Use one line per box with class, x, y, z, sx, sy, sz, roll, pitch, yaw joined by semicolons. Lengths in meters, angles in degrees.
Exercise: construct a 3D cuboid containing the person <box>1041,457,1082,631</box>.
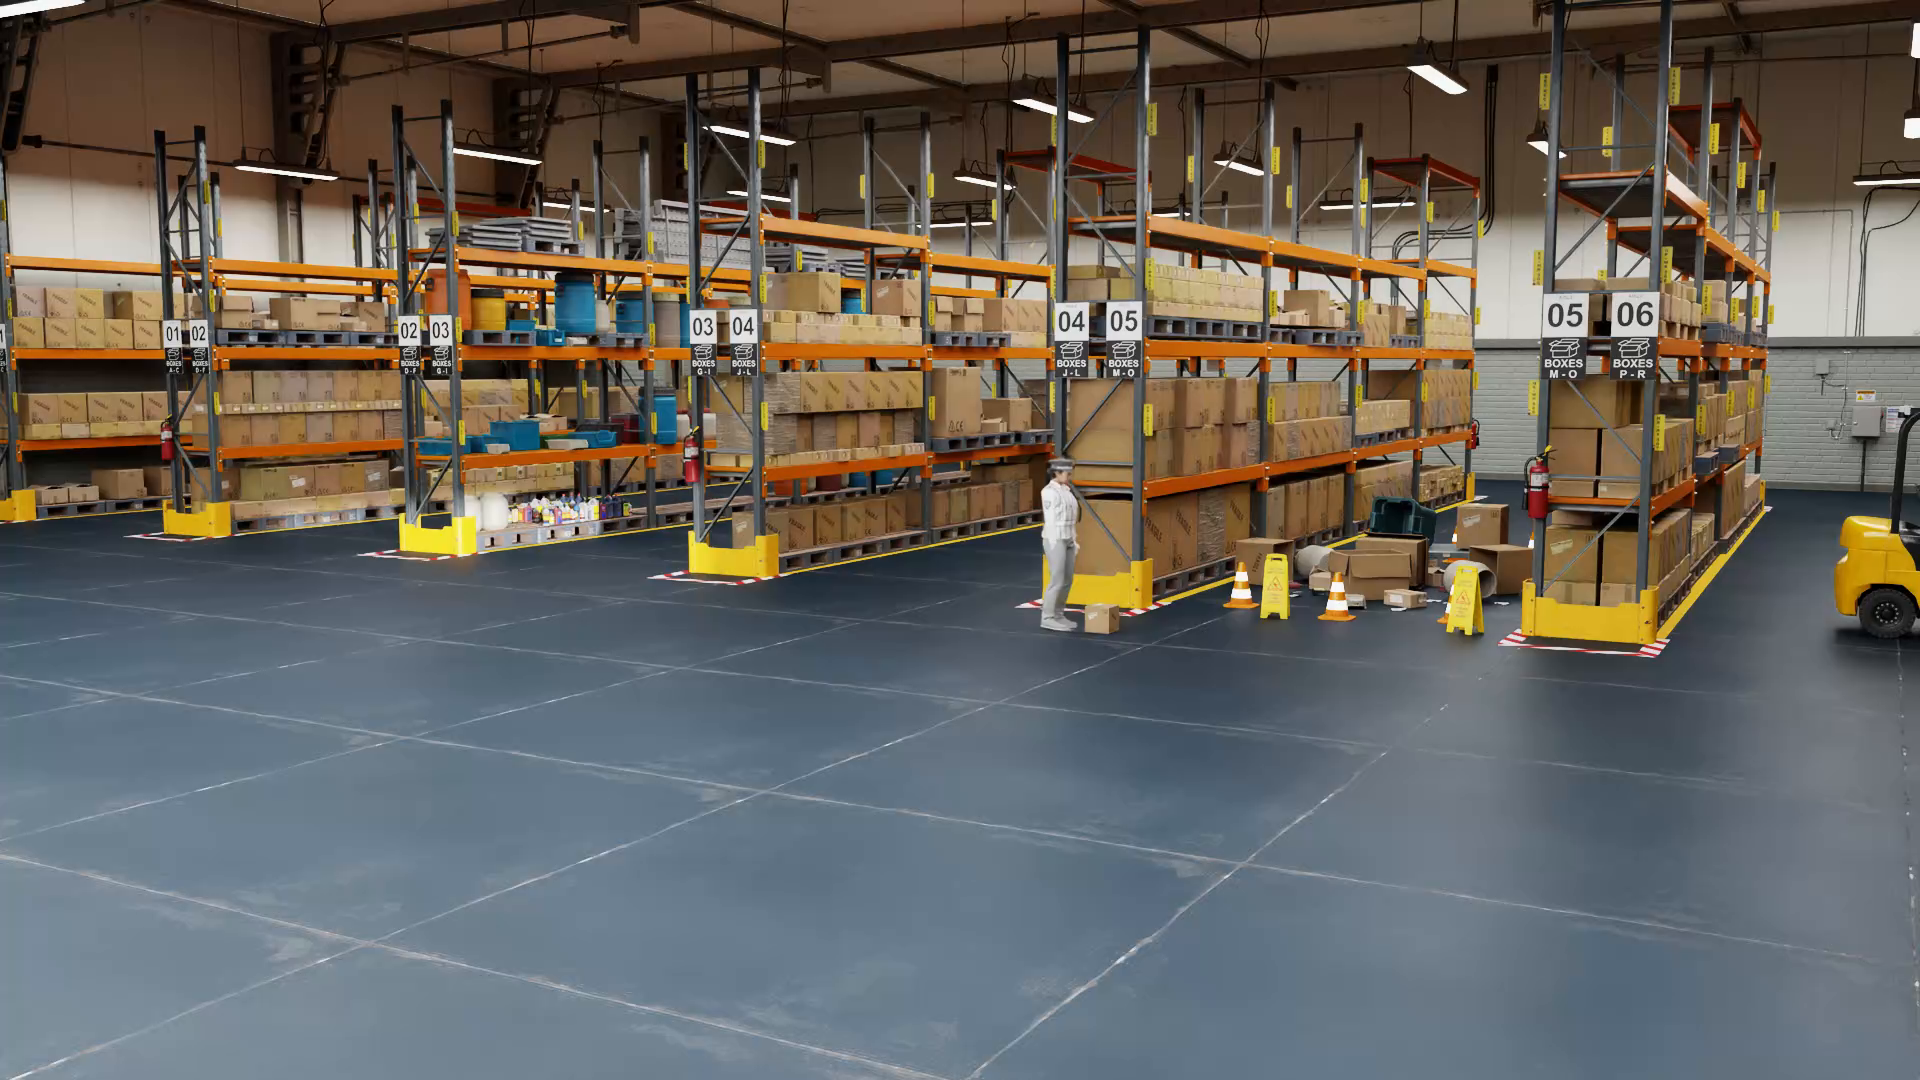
person;0.978;0.032;16.112;0.327;1.666;0.471;3;7;30
